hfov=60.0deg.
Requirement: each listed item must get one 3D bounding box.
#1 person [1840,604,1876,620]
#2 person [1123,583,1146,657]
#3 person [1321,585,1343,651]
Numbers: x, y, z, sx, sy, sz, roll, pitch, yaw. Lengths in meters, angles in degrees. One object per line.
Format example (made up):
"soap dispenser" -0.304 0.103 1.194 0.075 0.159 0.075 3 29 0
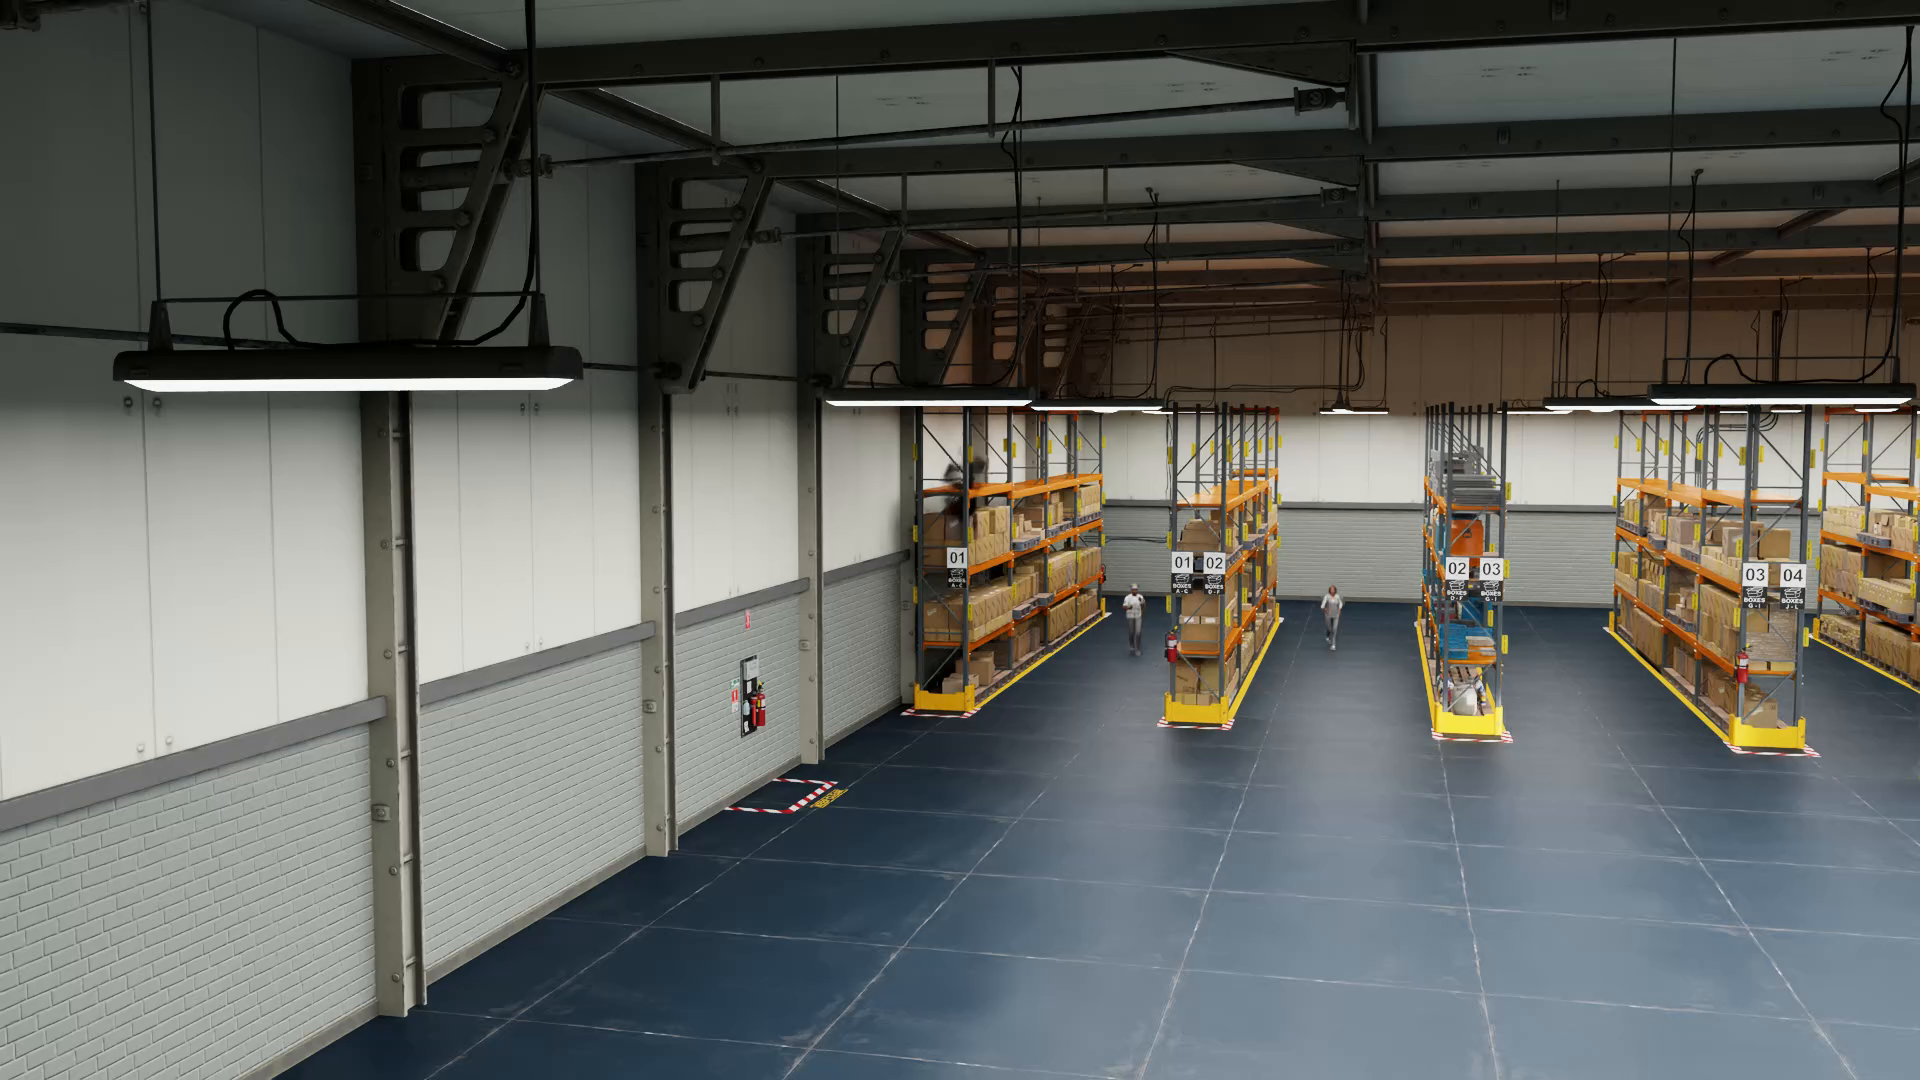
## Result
"person" 23.718 1.680 44.091 0.918 1.659 0.589 1 4 13
"person" 4.203 1.913 40.088 0.564 1.752 0.726 0 4 4
"person" 9.158 1.897 40.946 0.548 1.575 0.802 0 4 4
